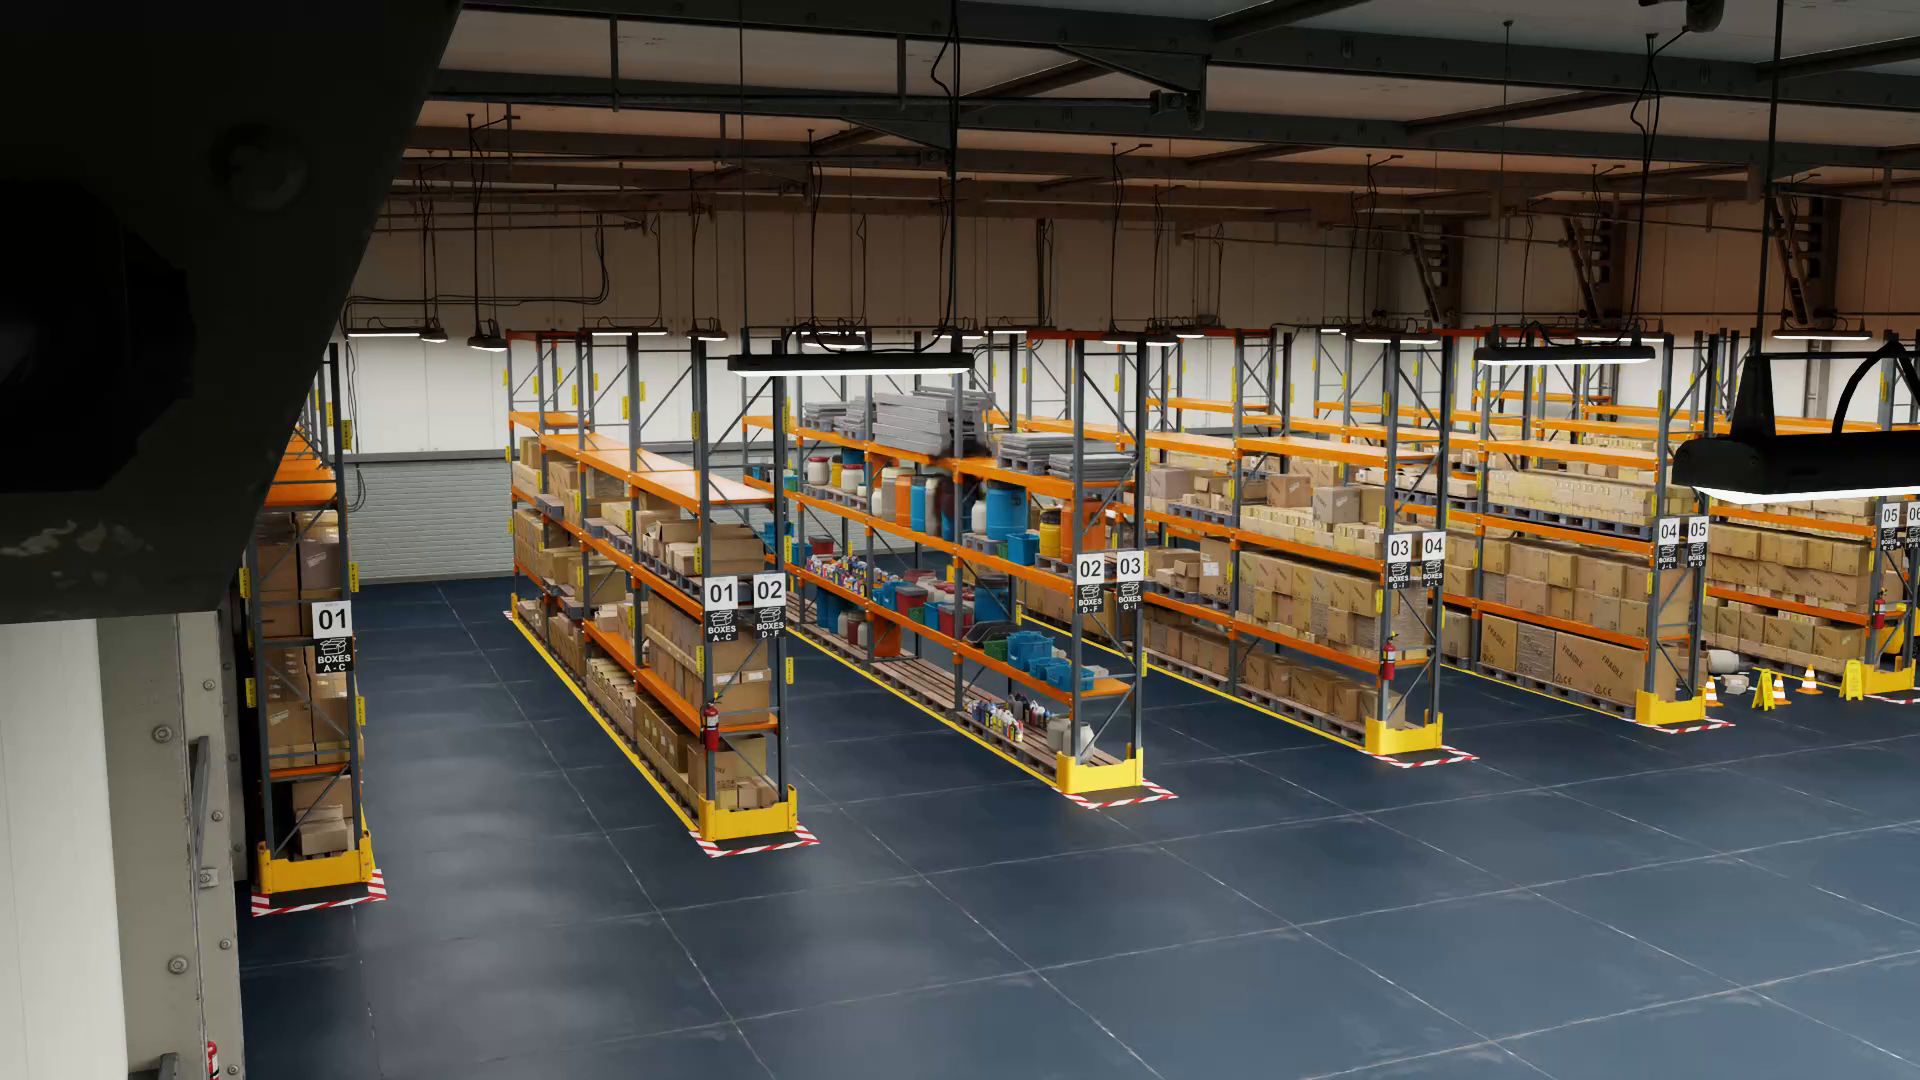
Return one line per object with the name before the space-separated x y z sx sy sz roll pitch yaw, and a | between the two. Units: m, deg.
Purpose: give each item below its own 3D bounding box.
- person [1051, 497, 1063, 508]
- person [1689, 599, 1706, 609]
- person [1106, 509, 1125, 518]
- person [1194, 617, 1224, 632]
person | 2.486 -0.303 42.469 0.596 1.735 0.918 -4 9 -28
person | 15.829 0.660 35.769 0.559 1.665 0.549 3 8 18
person | 3.881 -0.253 42.140 0.612 1.724 1.034 2 8 12
person | 4.901 1.094 32.568 0.572 1.620 1.000 -3 8 -23
